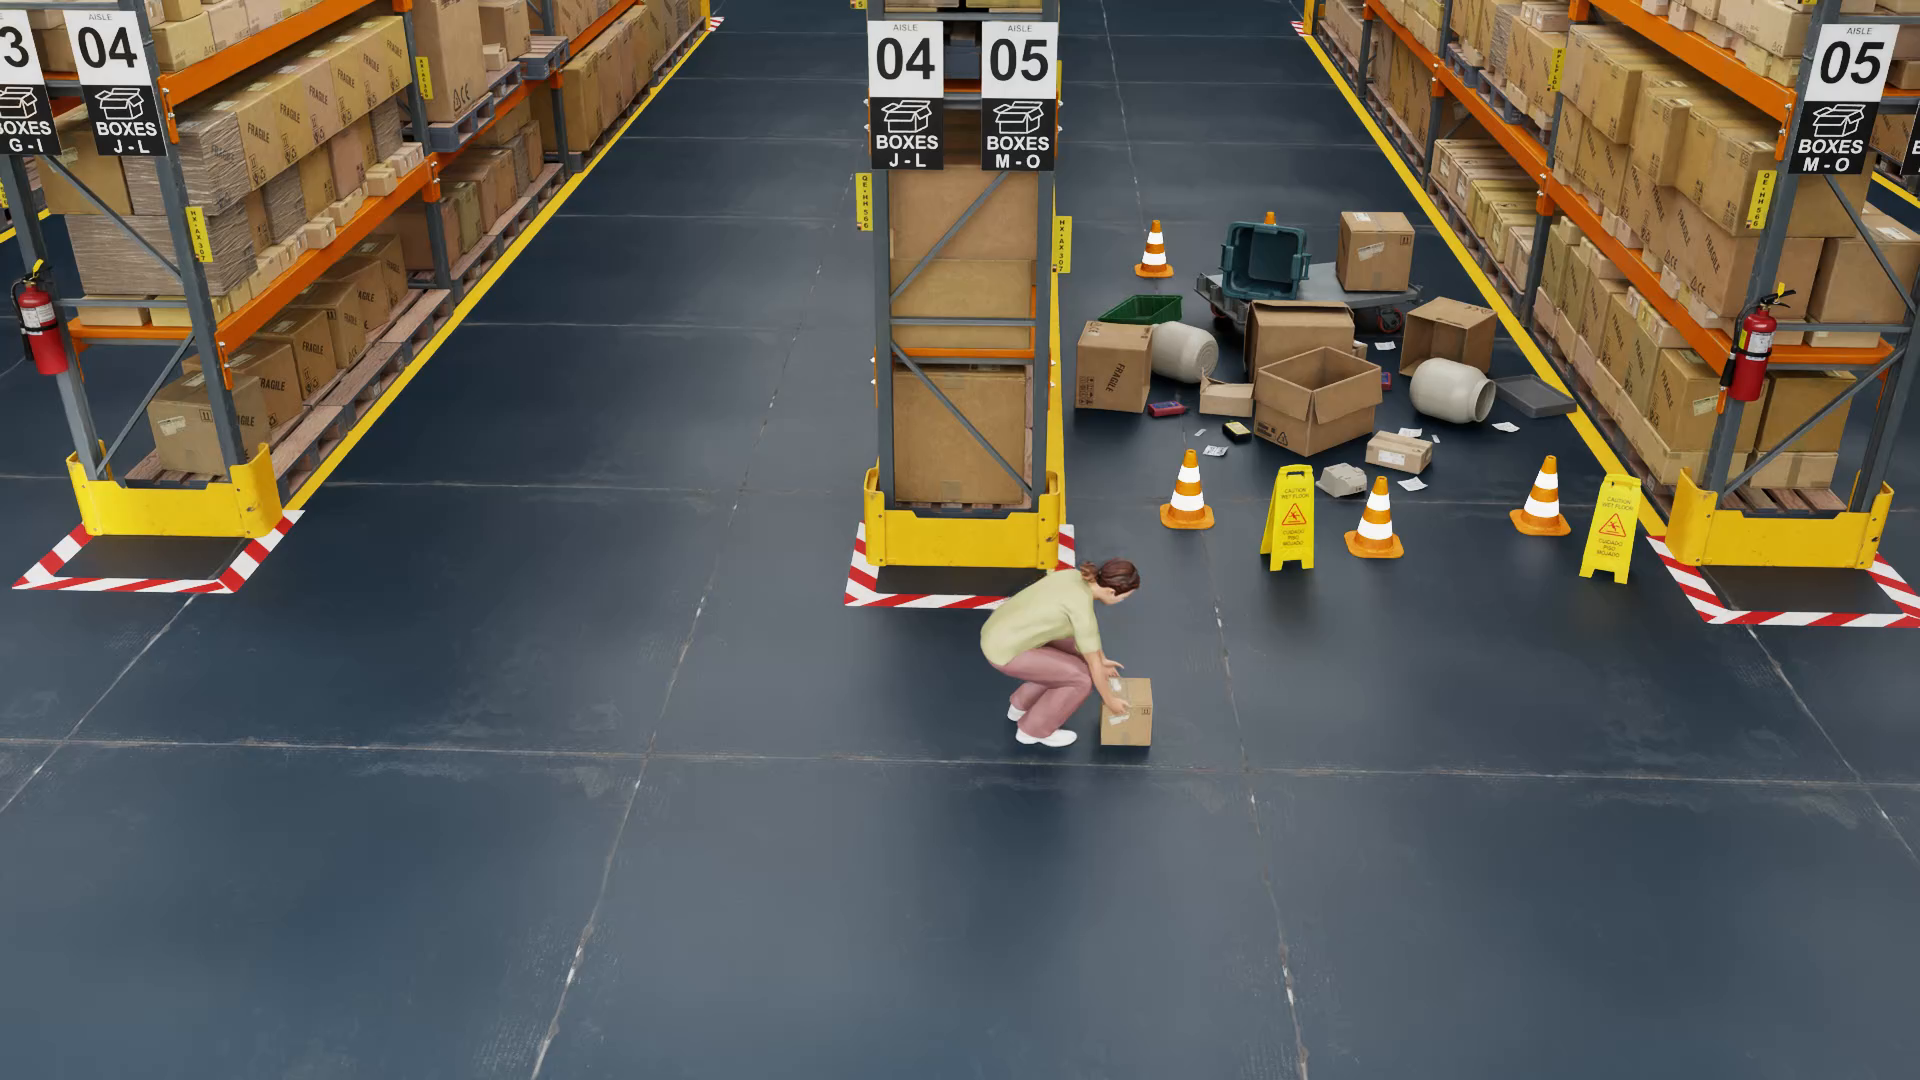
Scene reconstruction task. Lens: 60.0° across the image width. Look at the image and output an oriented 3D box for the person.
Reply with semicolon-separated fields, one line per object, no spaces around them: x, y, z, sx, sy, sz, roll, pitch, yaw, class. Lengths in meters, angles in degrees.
0.496;0.533;8.373;0.787;0.974;0.487;1;28;2;person
